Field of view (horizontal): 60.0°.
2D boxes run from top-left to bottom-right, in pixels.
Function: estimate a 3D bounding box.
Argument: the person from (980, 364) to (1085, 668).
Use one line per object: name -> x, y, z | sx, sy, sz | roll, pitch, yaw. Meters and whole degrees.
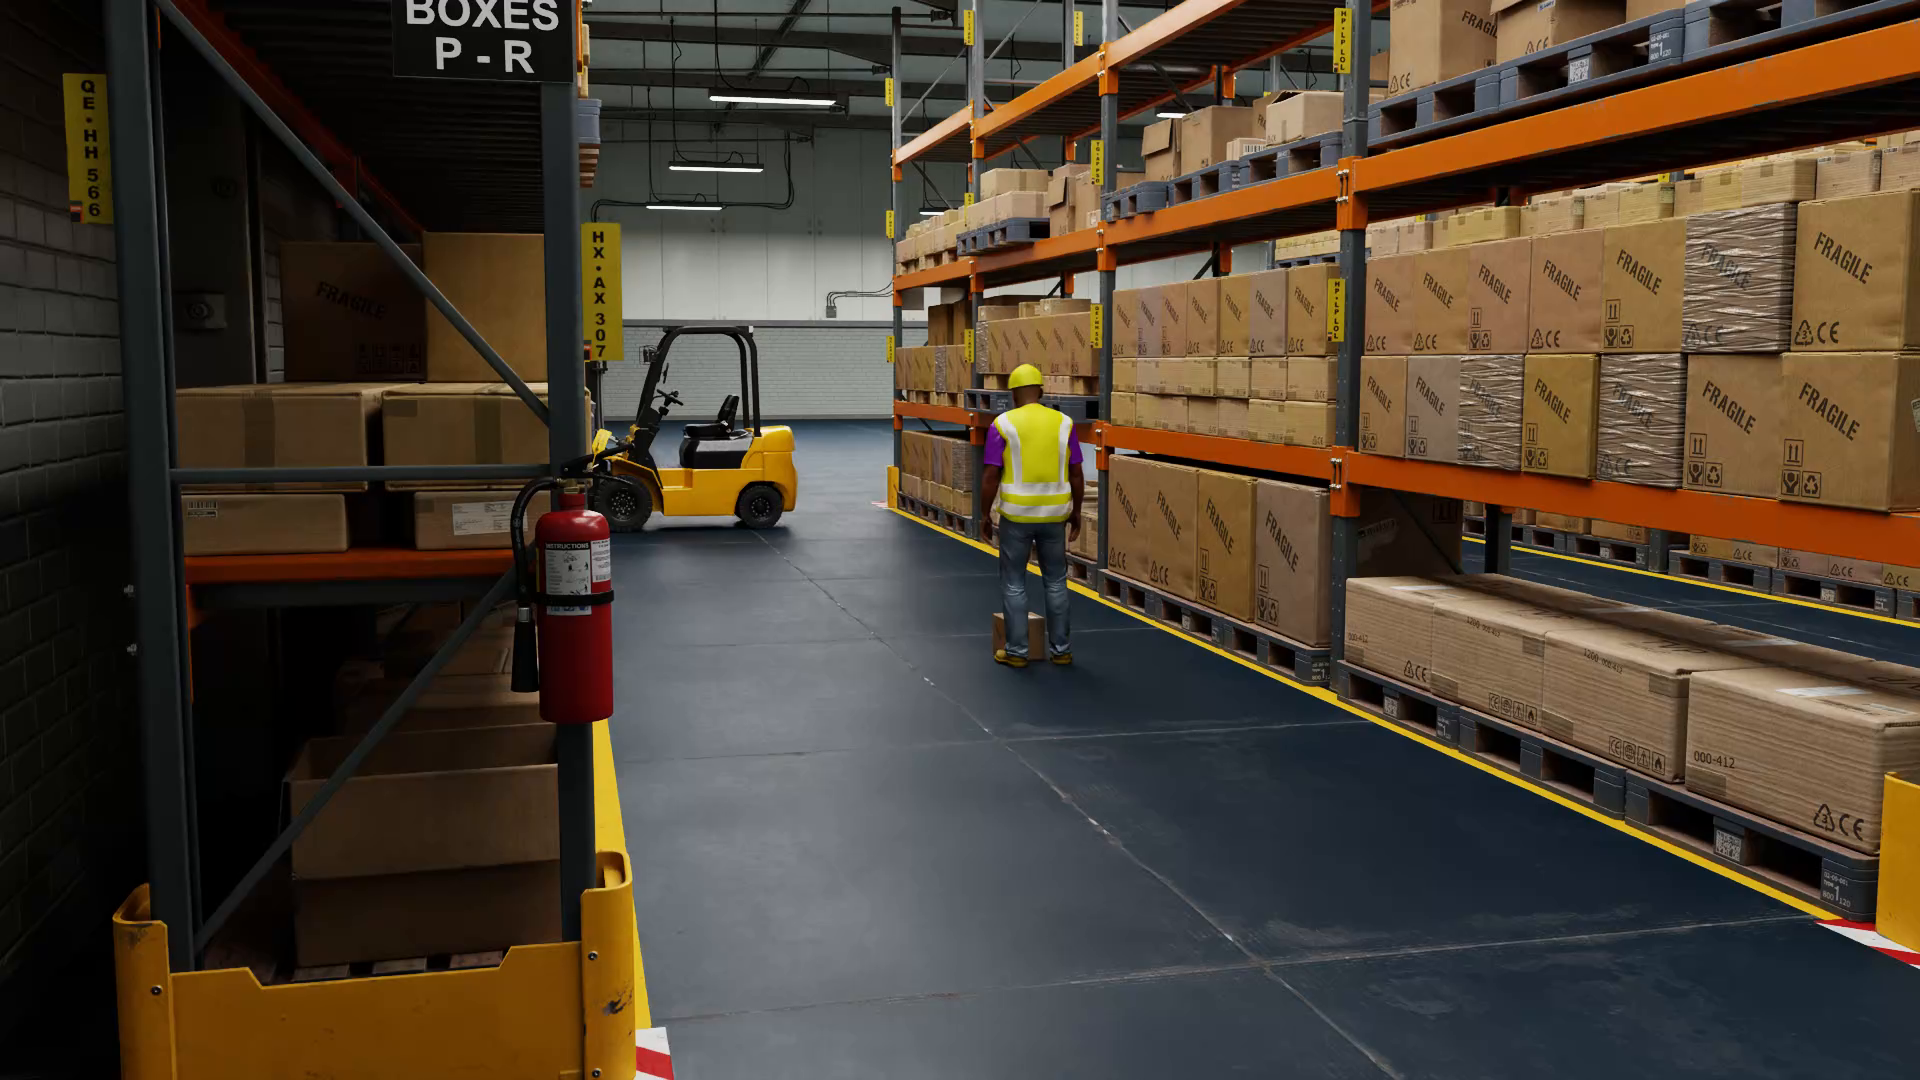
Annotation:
person -> 0.420, -0.146, 9.741 | 0.626, 1.761, 0.458 | -1, 6, -14
